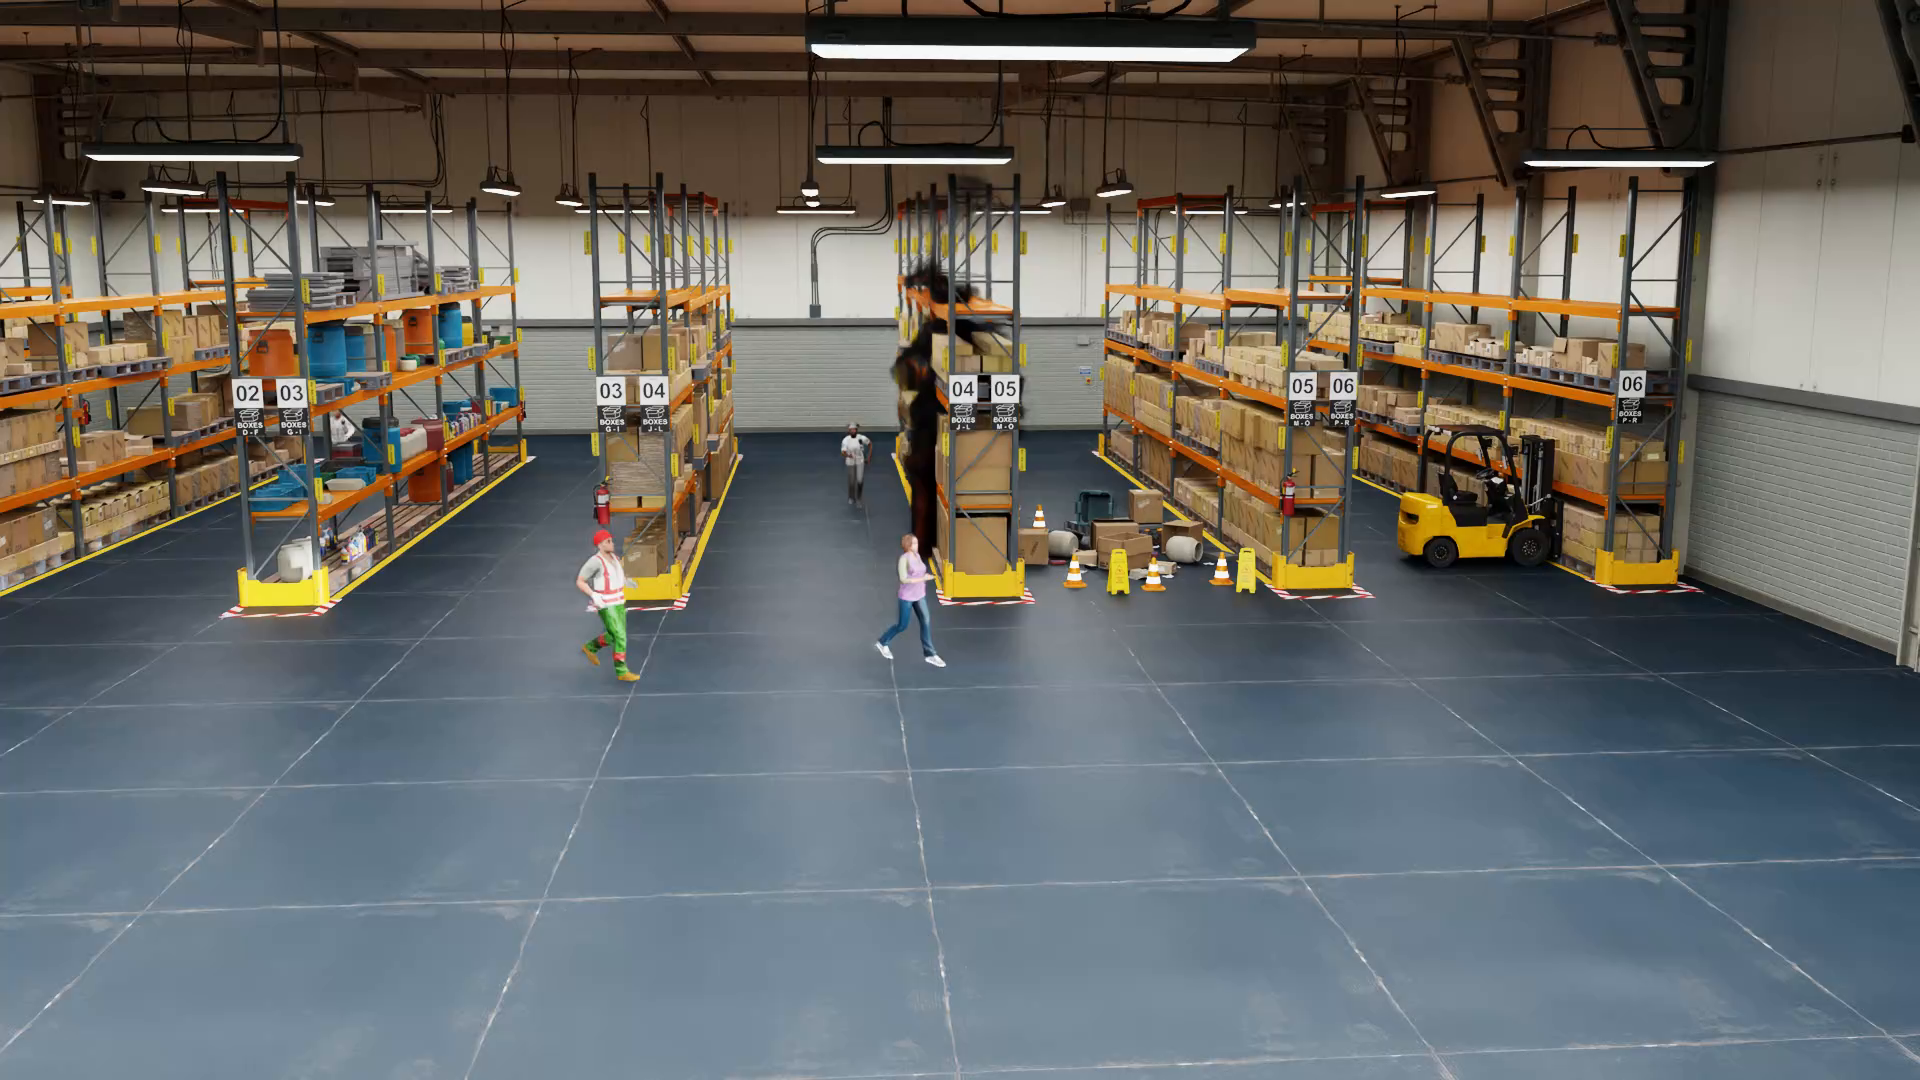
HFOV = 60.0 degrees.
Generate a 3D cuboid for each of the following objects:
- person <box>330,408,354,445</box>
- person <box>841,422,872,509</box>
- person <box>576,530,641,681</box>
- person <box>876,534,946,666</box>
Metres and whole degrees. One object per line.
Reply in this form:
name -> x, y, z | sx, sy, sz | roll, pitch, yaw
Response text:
person -> -13.371, -2.100, 35.845 | 0.606, 1.649, 0.599 | -2, 10, -12
person -> -1.993, -1.453, 32.050 | 0.585, 1.679, 0.841 | 0, 10, 0
person -> -4.113, 0.755, 19.371 | 0.868, 1.760, 0.668 | 4, 11, 24
person -> -0.590, 0.704, 19.962 | 0.907, 1.585, 0.533 | 7, 12, 33
